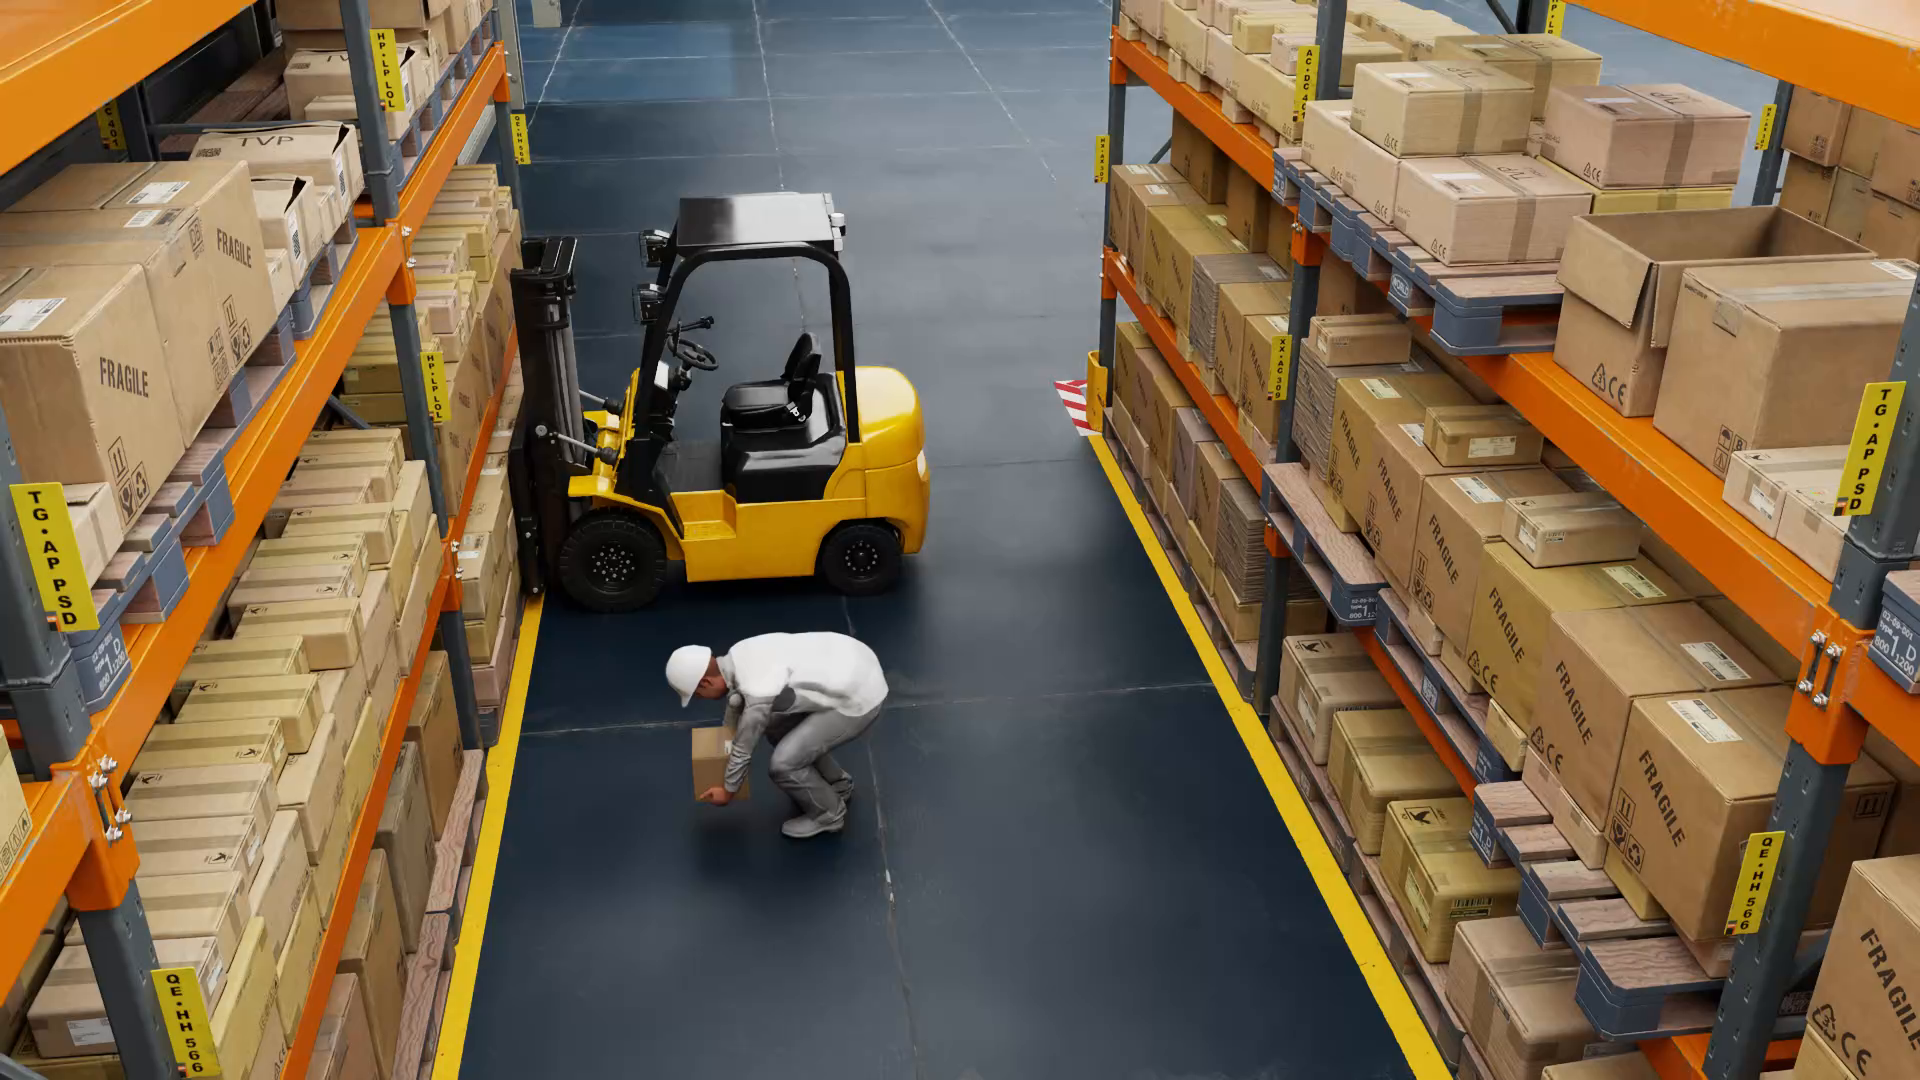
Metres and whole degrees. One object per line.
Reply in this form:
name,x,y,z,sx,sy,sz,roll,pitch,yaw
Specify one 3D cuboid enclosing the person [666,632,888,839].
person,-0.832,0.885,7.707,0.991,0.997,0.505,-5,27,-9
